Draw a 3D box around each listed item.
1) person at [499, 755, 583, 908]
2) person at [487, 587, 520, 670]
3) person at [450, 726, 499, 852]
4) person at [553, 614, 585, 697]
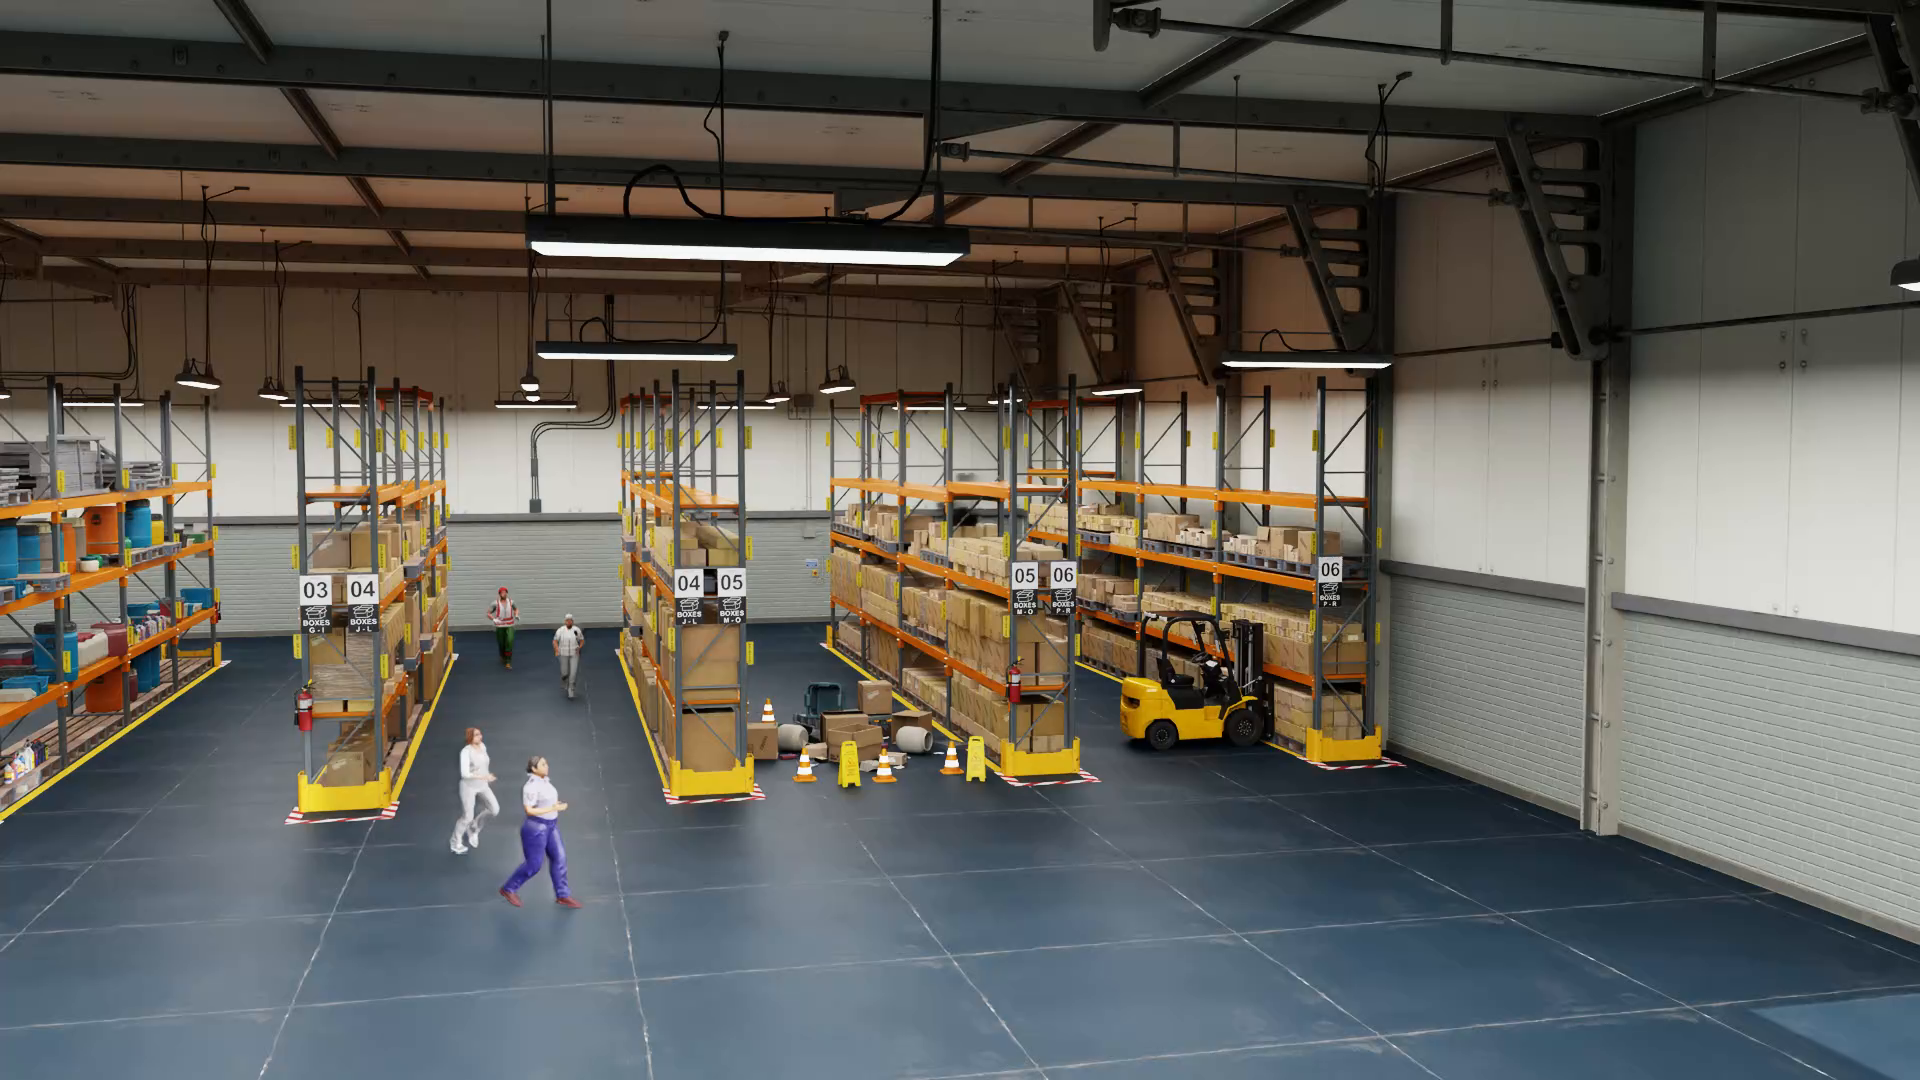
[{"bbox_3d":[-4.464,3.099,17.677,0.880,1.647,0.608,1,3,9],"label":"person"},{"bbox_3d":[-10.074,1.938,36.723,0.710,1.800,0.825,-2,4,-27],"label":"person"},{"bbox_3d":[-5.843,3.010,20.102,0.734,1.550,0.560,2,4,28],"label":"person"},{"bbox_3d":[-7.648,2.259,32.557,0.614,1.626,0.551,-1,4,-16],"label":"person"}]
